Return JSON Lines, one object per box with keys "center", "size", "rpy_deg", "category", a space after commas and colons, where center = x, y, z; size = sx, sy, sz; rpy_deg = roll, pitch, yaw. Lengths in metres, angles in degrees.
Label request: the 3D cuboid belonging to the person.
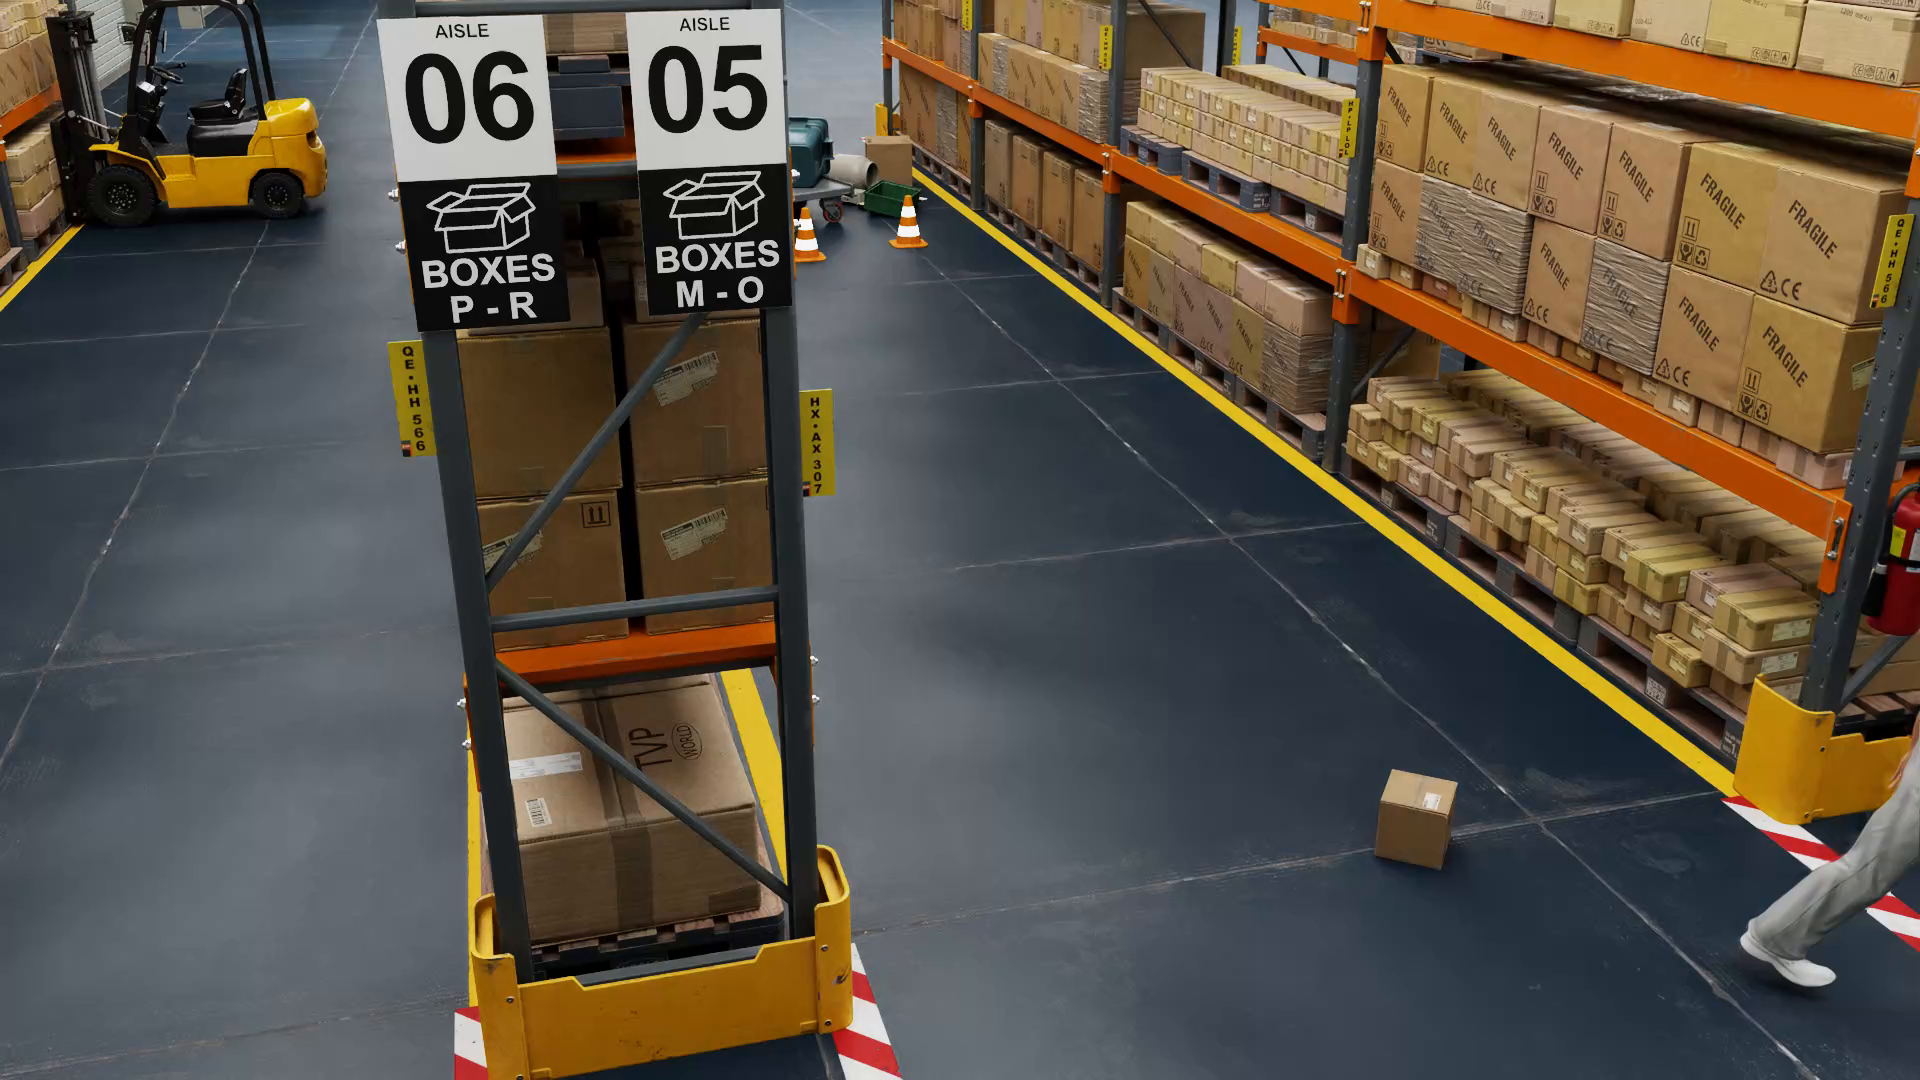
{"center": [3.163, 0.790, 5.246], "size": [1.035, 1.620, 0.481], "rpy_deg": [14, 27, 30], "category": "person"}
